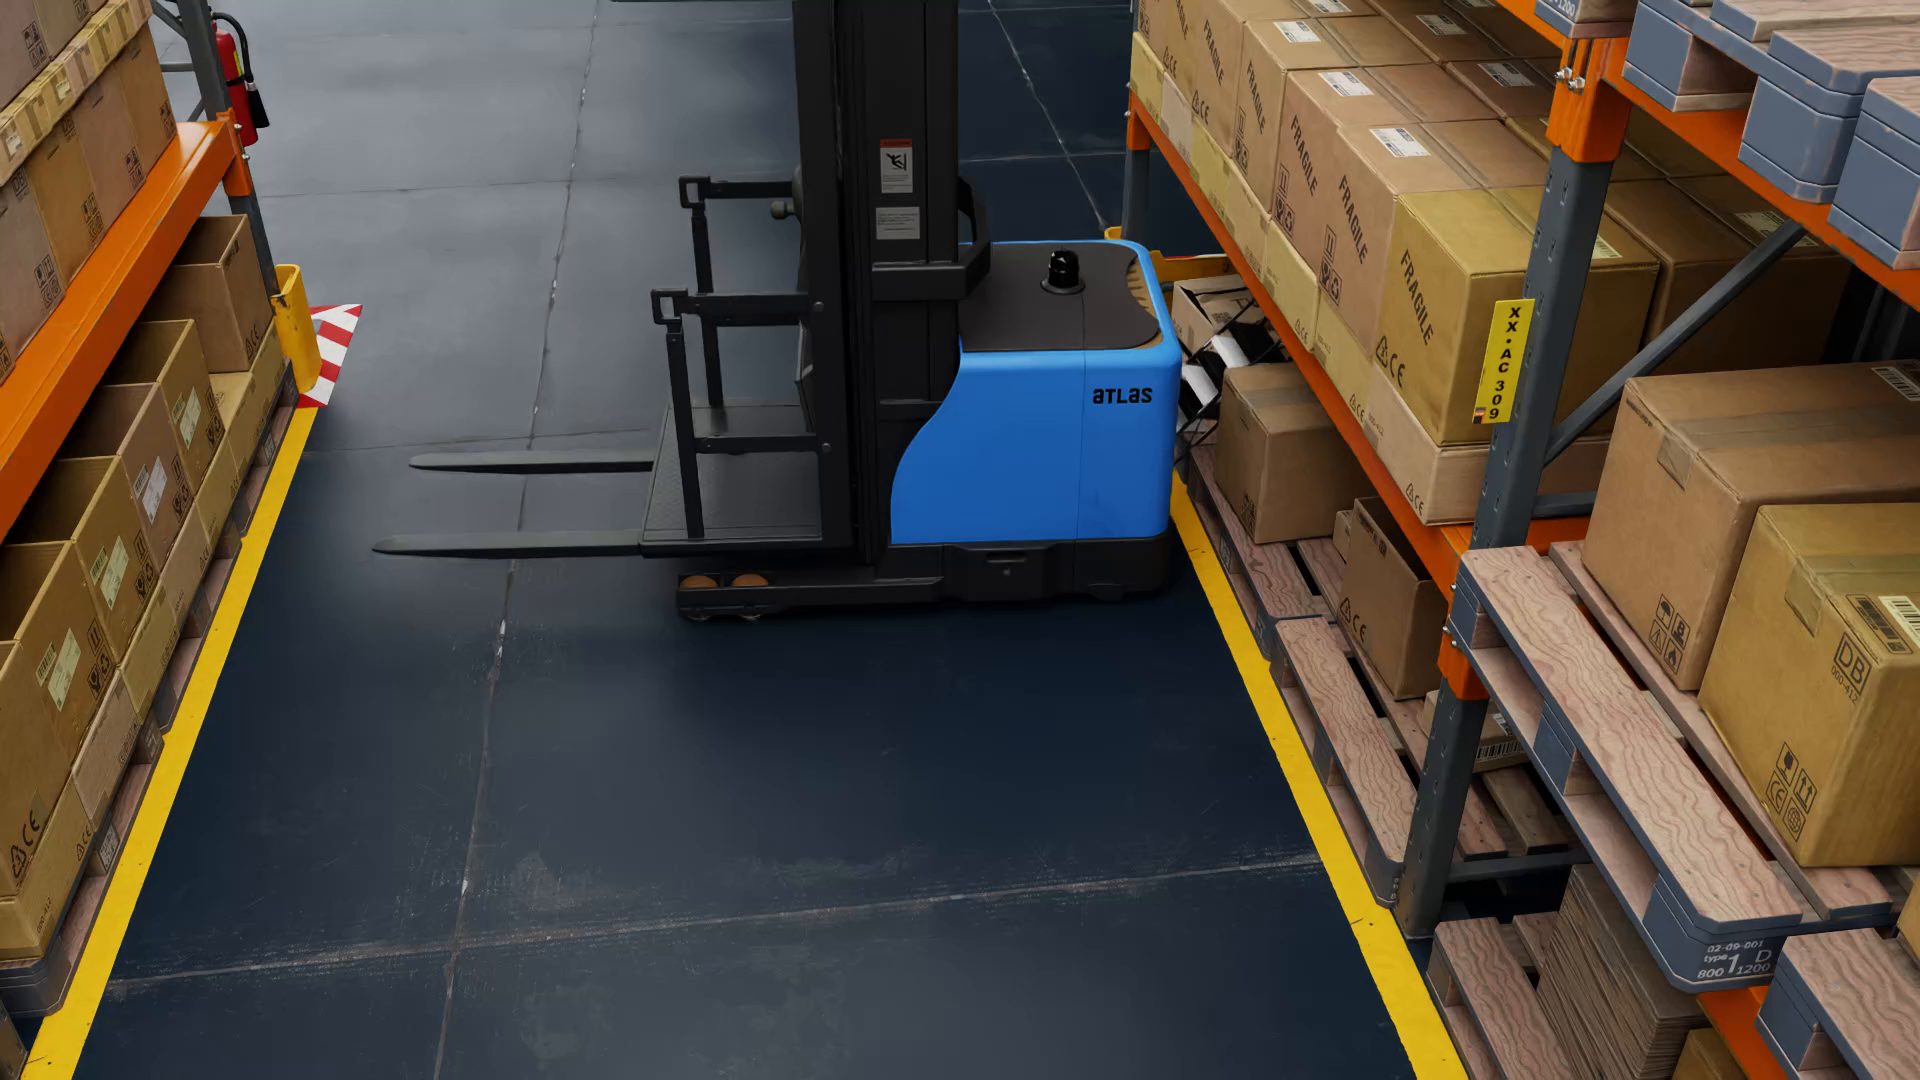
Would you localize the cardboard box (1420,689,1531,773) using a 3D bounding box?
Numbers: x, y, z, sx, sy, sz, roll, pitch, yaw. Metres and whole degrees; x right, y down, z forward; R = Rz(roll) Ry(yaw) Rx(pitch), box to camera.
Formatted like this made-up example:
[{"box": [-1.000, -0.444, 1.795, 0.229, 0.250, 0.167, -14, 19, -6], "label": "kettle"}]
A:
[{"box": [1.722, 0.586, 5.352, 0.380, 0.166, 0.250, -9, 35, -13], "label": "cardboard box"}]

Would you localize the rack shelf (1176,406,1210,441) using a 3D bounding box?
[{"box": [0.904, -0.511, 6.897, 0.258, 0.077, 0.200, -2, 56, -49], "label": "rack shelf"}]

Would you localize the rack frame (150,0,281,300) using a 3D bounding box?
[{"box": [-3.622, -1.962, 6.965, 1.000, 3.000, 0.127, -4, 35, -6], "label": "rack frame"}]

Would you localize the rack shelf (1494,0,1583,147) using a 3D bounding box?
[{"box": [1.555, -2.165, 5.239, 1.077, 0.370, 4.000, -4, 35, -6], "label": "rack shelf"}]

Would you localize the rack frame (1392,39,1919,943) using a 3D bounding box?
[{"box": [1.824, -0.107, 4.243, 1.000, 3.000, 0.127, -4, 35, -6], "label": "rack frame"}]

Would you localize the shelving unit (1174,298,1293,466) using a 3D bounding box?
[{"box": [1.034, -0.635, 6.781, 0.258, 0.900, 0.210, -2, 56, -49], "label": "shelving unit"}]

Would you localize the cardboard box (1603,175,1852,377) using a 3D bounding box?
[{"box": [1.968, -0.641, 4.477, 0.500, 0.500, 0.500, -5, 35, -7], "label": "cardboard box"}]

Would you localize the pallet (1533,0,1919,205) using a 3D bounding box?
[{"box": [1.801, -0.916, 2.934, 1.213, 0.211, 1.003, -4, 35, -6], "label": "pallet"}]

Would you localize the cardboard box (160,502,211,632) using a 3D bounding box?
[{"box": [-3.044, 0.114, 5.988, 0.500, 0.250, 0.500, -4, 35, -6], "label": "cardboard box"}]

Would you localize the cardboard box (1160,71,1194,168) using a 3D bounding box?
[{"box": [1.121, -1.700, 6.697, 0.500, 0.250, 0.500, -5, 35, -8], "label": "cardboard box"}]

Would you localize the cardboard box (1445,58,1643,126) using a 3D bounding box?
[{"box": [1.840, -1.209, 5.309, 0.500, 0.500, 0.500, -3, 34, -5], "label": "cardboard box"}]

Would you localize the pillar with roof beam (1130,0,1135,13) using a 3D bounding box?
[{"box": [-2.836, -7.515, 9.787, 9.100, 9.000, 0.400, -4, 35, -6], "label": "pillar with roof beam"}]

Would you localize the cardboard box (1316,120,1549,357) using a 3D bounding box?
[{"box": [1.381, -0.882, 4.830, 0.500, 0.500, 0.500, -5, 35, -7], "label": "cardboard box"}]

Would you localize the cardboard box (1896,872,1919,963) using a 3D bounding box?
[{"box": [2.046, 0.634, 2.677, 0.700, 0.500, 0.500, 0, 34, 0], "label": "cardboard box"}]

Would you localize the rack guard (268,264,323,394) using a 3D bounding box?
[{"box": [-3.626, -0.942, 7.689, 1.175, 0.500, 0.348, -4, 35, -6], "label": "rack guard"}]

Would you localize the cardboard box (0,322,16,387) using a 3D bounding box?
[{"box": [-3.291, -0.592, 4.867, 0.700, 0.500, 0.500, -4, 34, -6], "label": "cardboard box"}]

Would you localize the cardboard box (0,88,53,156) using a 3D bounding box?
[{"box": [-3.207, -1.350, 5.402, 0.380, 0.149, 0.250, -3, 34, -5], "label": "cardboard box"}]

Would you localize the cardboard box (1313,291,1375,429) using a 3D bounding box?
[{"box": [1.401, -0.573, 5.043, 0.500, 0.250, 0.500, -4, 35, -6], "label": "cardboard box"}]

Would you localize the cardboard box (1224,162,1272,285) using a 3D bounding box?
[{"box": [1.249, -1.133, 5.865, 0.500, 0.250, 0.500, -4, 34, -6], "label": "cardboard box"}]

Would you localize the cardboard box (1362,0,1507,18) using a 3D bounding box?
[{"box": [1.692, -1.778, 6.146, 0.500, 0.500, 0.500, -5, 35, -8], "label": "cardboard box"}]

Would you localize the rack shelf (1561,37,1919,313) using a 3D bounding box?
[{"box": [2.093, 0.067, 1.963, 1.077, 0.370, 4.000, -4, 35, -6], "label": "rack shelf"}]

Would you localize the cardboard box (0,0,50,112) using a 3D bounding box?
[{"box": [-3.420, -1.674, 5.302, 0.700, 0.500, 0.500, -4, 35, -6], "label": "cardboard box"}]

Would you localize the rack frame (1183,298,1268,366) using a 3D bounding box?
[{"box": [0.988, -0.718, 6.818, 0.240, 0.900, 0.006, -2, 56, -49], "label": "rack frame"}]

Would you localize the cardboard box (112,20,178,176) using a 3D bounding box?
[{"box": [-3.572, -1.742, 6.553, 0.700, 0.500, 0.500, -4, 35, -6], "label": "cardboard box"}]

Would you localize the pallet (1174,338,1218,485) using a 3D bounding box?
[{"box": [1.370, -0.688, 7.573, 1.003, 0.211, 1.213, -4, 35, -6], "label": "pallet"}]

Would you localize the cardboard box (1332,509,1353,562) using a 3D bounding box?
[{"box": [1.629, -0.005, 6.234, 0.380, 0.149, 0.250, -7, 35, -10], "label": "cardboard box"}]

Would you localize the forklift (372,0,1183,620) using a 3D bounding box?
[{"box": [-0.731, -1.215, 5.930, 3.031, 2.935, 1.130, -1, 34, -2], "label": "forklift"}]

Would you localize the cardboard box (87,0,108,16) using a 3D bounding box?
[{"box": [-3.565, -2.248, 6.145, 0.700, 0.500, 0.500, -4, 35, -6], "label": "cardboard box"}]

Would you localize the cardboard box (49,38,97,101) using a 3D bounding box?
[{"box": [-3.279, -1.643, 5.833, 0.380, 0.149, 0.250, -4, 34, -6], "label": "cardboard box"}]

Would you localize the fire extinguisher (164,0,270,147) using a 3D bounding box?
[{"box": [-3.178, -2.031, 7.135, 0.296, 0.674, 0.183, -4, 35, -6], "label": "fire extinguisher"}]

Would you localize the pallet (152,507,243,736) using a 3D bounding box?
[{"box": [-3.317, 0.293, 6.132, 1.003, 0.211, 1.213, -4, 35, -6], "label": "pallet"}]

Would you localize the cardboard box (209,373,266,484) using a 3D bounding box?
[{"box": [-3.178, -0.444, 6.807, 0.500, 0.250, 0.500, -4, 35, -6], "label": "cardboard box"}]

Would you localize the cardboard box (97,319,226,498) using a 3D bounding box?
[{"box": [-3.106, -0.475, 6.187, 0.500, 0.500, 0.500, -4, 35, -6], "label": "cardboard box"}]

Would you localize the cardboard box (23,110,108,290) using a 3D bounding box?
[{"box": [-3.436, -1.171, 5.717, 0.700, 0.500, 0.500, -4, 34, -6], "label": "cardboard box"}]

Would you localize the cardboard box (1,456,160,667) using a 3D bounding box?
[{"box": [-2.971, 0.083, 5.368, 0.500, 0.500, 0.500, -4, 35, -6], "label": "cardboard box"}]

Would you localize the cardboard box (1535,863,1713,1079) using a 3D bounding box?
[{"box": [1.939, 1.154, 4.222, 0.700, 0.500, 0.500, -3, 34, -5], "label": "cardboard box"}]

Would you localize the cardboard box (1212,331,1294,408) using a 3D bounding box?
[{"box": [1.366, -0.699, 7.109, 0.500, 0.311, 0.500, -2, 34, -2], "label": "cardboard box"}]

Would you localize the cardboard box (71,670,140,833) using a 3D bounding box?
[{"box": [-2.908, 0.672, 5.169, 0.500, 0.250, 0.500, -4, 35, -6], "label": "cardboard box"}]

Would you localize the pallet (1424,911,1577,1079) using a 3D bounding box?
[{"box": [1.930, 1.480, 4.391, 1.003, 0.211, 1.213, -4, 35, -6], "label": "pallet"}]

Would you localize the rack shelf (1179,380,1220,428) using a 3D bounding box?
[{"box": [0.959, -0.563, 6.848, 0.258, 0.077, 0.200, -2, 56, -49], "label": "rack shelf"}]

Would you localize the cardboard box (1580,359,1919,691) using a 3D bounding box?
[{"box": [1.859, -0.043, 3.671, 0.700, 0.500, 0.500, -4, 35, -6], "label": "cardboard box"}]

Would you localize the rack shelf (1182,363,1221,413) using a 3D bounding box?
[{"box": [1.014, -0.615, 6.799, 0.258, 0.077, 0.200, -2, 56, -49], "label": "rack shelf"}]

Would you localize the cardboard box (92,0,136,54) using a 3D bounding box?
[{"box": [-3.346, -1.926, 6.248, 0.380, 0.149, 0.250, -4, 34, -5], "label": "cardboard box"}]

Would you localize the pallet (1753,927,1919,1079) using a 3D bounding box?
[{"box": [2.055, 1.103, 2.638, 1.003, 0.211, 1.213, -4, 35, -6], "label": "pallet"}]

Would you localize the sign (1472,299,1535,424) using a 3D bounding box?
[{"box": [1.287, -0.419, 3.933, 0.100, 0.325, 0.005, -4, 35, -6], "label": "sign"}]

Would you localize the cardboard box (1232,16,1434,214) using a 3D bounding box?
[{"box": [1.253, -1.454, 5.669, 0.500, 0.500, 0.500, -3, 34, -5], "label": "cardboard box"}]

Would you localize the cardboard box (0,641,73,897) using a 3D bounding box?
[{"box": [-2.836, 0.641, 4.549, 0.500, 0.500, 0.500, -4, 35, -6], "label": "cardboard box"}]

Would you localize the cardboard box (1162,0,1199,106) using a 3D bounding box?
[{"box": [1.109, -2.029, 6.514, 0.500, 0.500, 0.500, -4, 35, -6], "label": "cardboard box"}]
